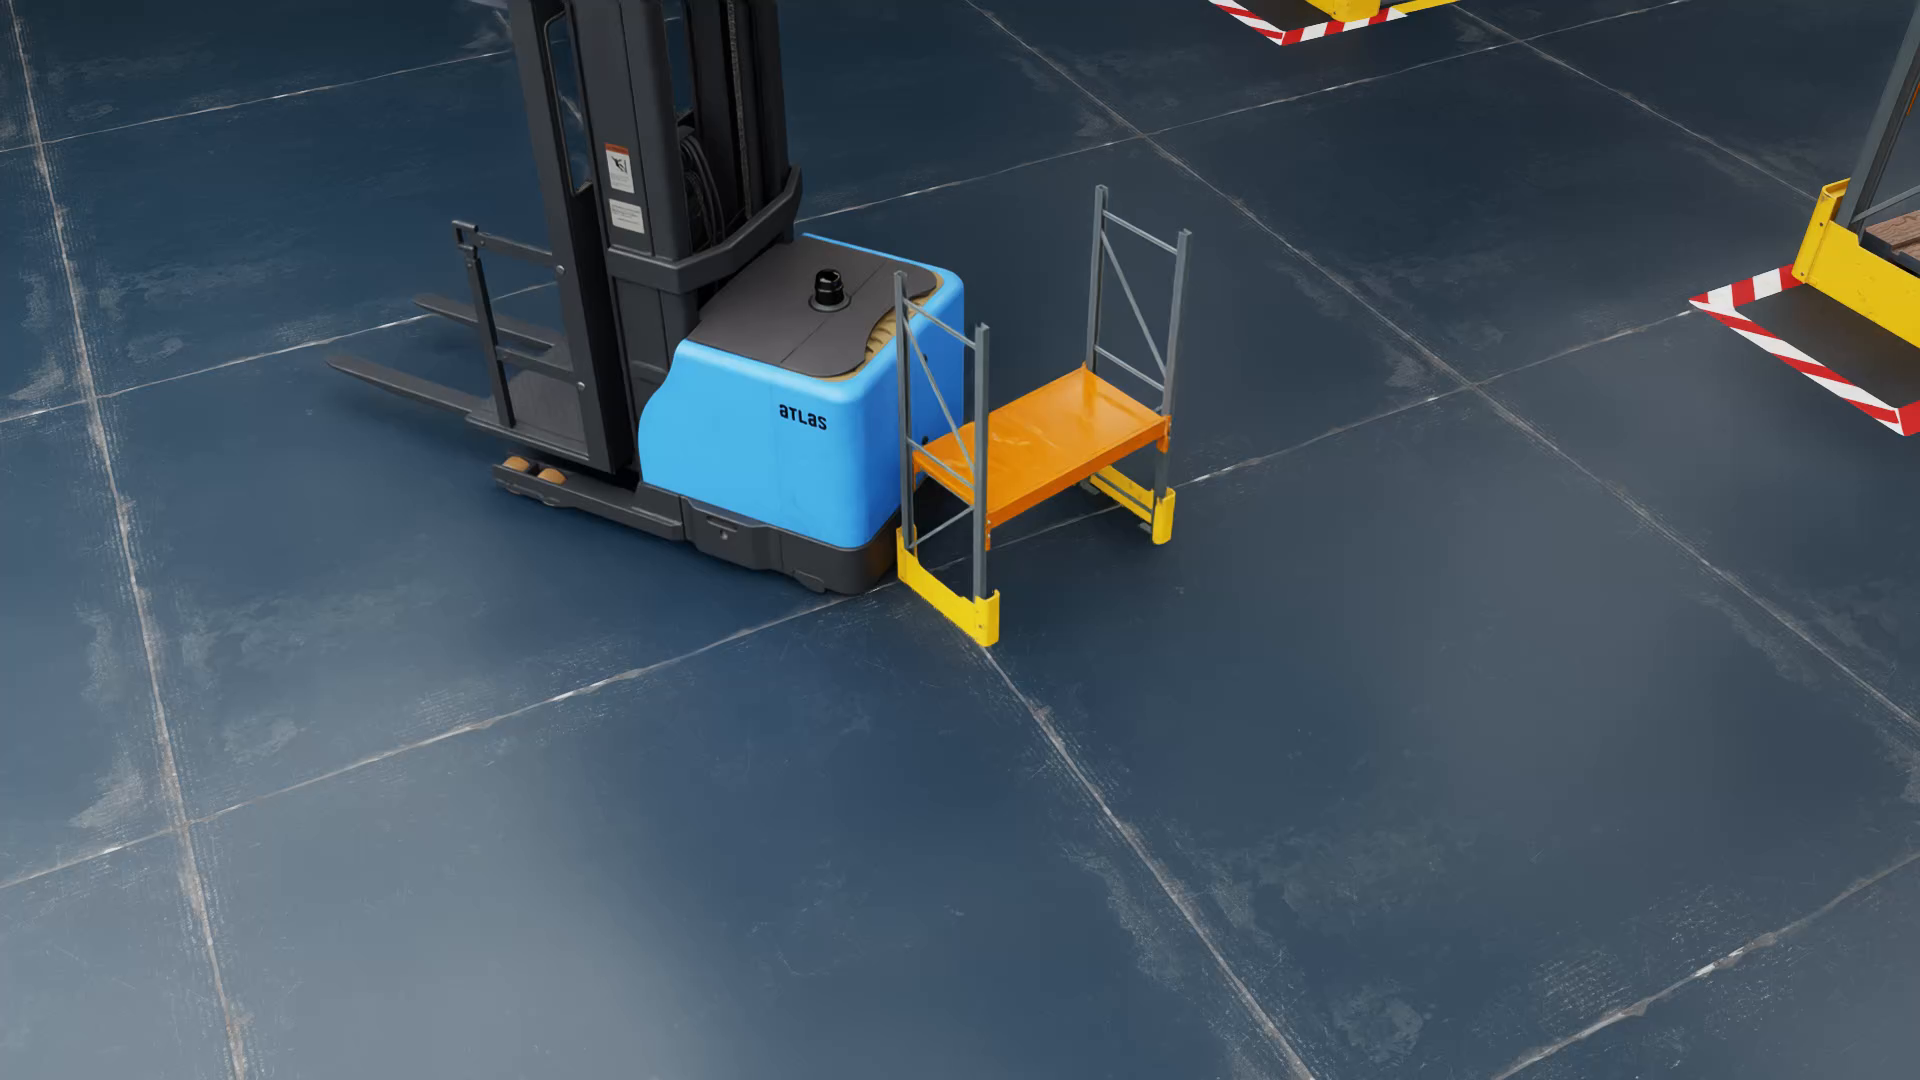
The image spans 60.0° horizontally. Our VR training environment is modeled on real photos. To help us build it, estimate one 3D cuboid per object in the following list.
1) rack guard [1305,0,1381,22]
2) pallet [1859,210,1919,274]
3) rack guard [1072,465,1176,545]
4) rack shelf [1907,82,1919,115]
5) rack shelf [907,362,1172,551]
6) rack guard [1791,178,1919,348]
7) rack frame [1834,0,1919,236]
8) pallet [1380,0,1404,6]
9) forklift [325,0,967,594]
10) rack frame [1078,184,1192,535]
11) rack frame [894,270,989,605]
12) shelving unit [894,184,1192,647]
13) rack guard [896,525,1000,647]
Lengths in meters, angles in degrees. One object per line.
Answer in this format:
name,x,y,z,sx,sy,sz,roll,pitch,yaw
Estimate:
rack guard,2.517,-4.131,11.744,0.348,0.500,1.175,-19,44,-21
pallet,5.592,-1.478,8.832,1.213,0.211,1.003,-19,44,-21
rack guard,0.708,-0.232,7.330,0.087,0.250,0.587,-29,48,-29
rack shelf,6.597,-2.575,8.528,4.000,0.370,1.077,-19,44,-21
rack shelf,0.320,-0.361,6.794,1.000,0.185,0.538,-29,48,-29
rack guard,4.869,-1.349,8.456,0.348,0.500,1.175,-19,44,-21
rack frame,4.823,-2.253,7.590,0.127,3.000,1.000,-19,44,-21
pallet,3.197,-4.281,12.143,1.213,0.211,1.003,-19,44,-21
forklift,-1.521,-1.556,6.820,3.031,2.935,1.130,18,43,20
rack frame,0.709,-0.709,6.927,0.032,1.500,0.500,-29,48,-29
rack frame,-0.069,-0.287,6.428,0.032,1.500,0.500,-29,48,-29
shelving unit,0.327,-0.502,6.682,1.083,1.500,0.587,-29,48,-29
rack guard,-0.054,0.182,6.841,0.087,0.250,0.587,-29,48,-29
